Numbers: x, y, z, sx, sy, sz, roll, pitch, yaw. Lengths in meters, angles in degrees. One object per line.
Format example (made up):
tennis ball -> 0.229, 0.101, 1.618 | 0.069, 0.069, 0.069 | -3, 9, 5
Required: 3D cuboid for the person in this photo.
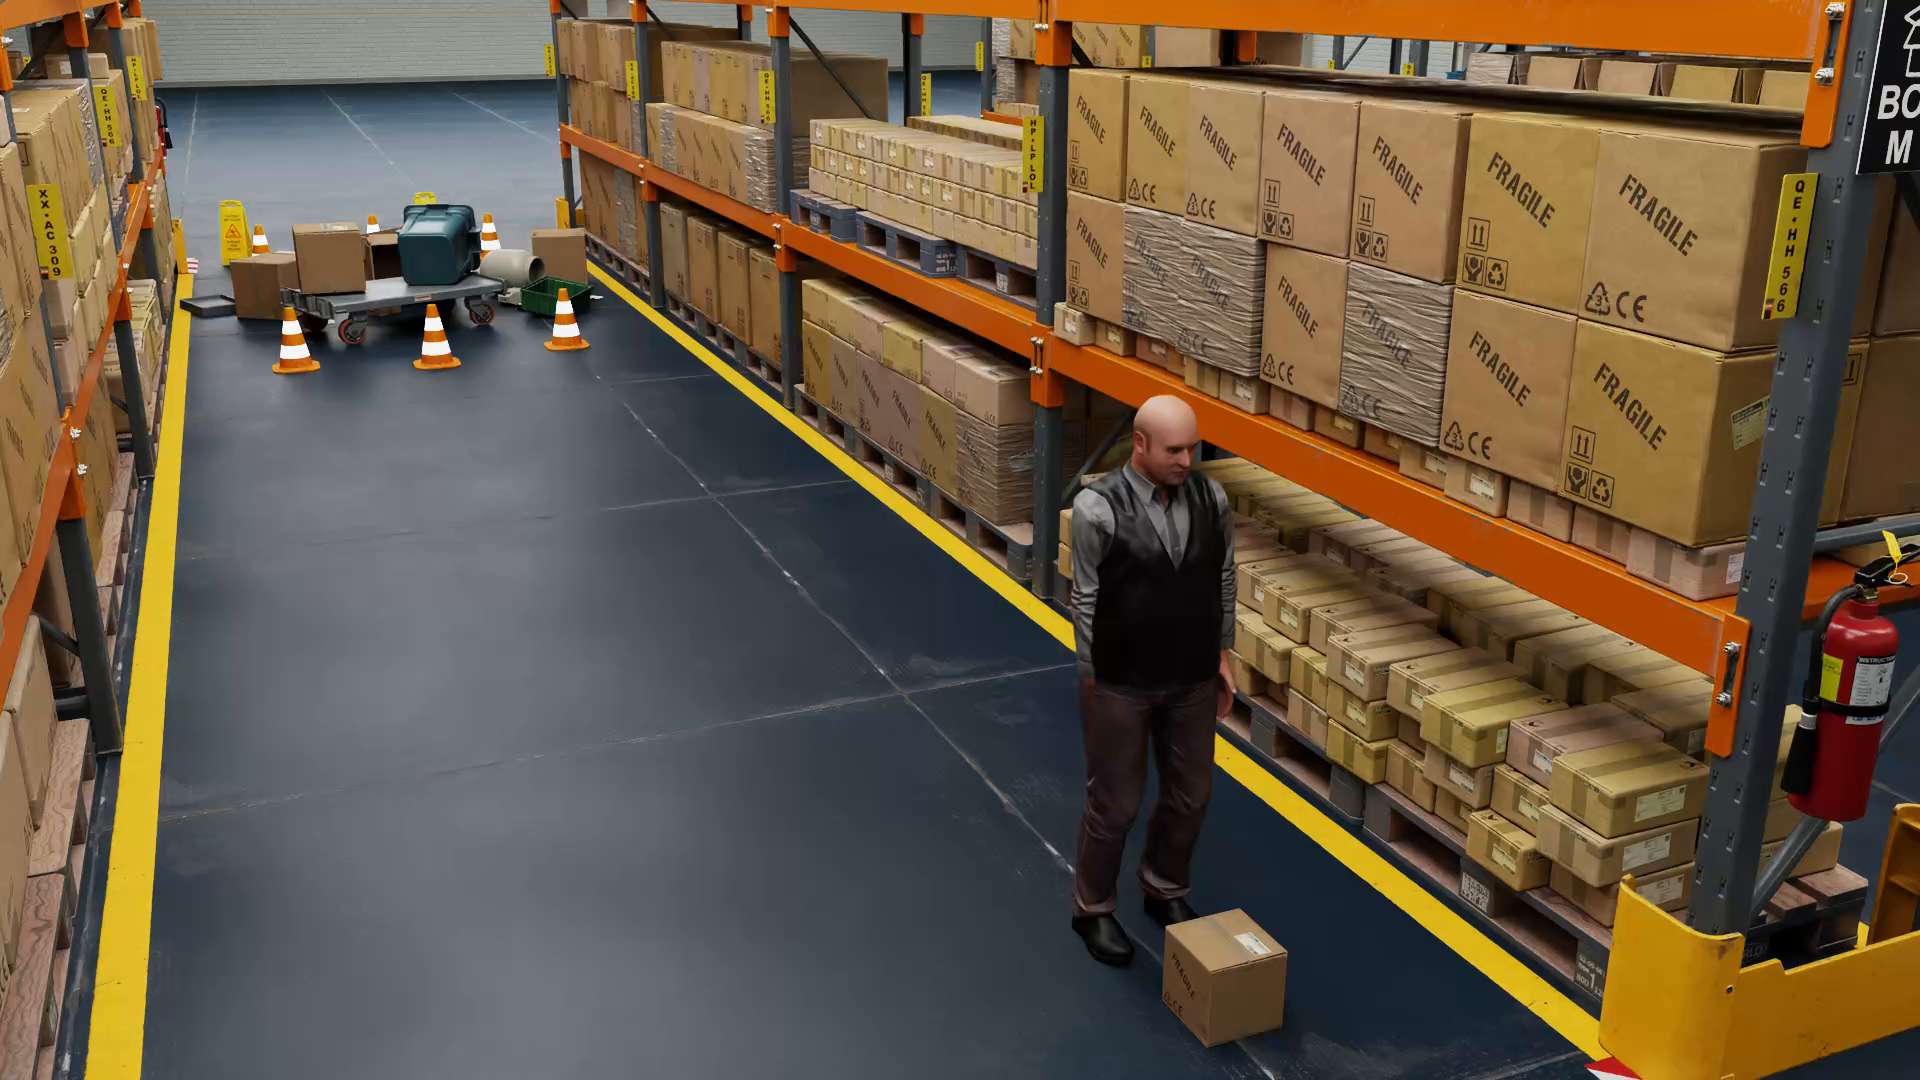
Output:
person -> 0.575, 0.405, 4.925 | 0.534, 1.713, 0.355 | -8, 20, -22
